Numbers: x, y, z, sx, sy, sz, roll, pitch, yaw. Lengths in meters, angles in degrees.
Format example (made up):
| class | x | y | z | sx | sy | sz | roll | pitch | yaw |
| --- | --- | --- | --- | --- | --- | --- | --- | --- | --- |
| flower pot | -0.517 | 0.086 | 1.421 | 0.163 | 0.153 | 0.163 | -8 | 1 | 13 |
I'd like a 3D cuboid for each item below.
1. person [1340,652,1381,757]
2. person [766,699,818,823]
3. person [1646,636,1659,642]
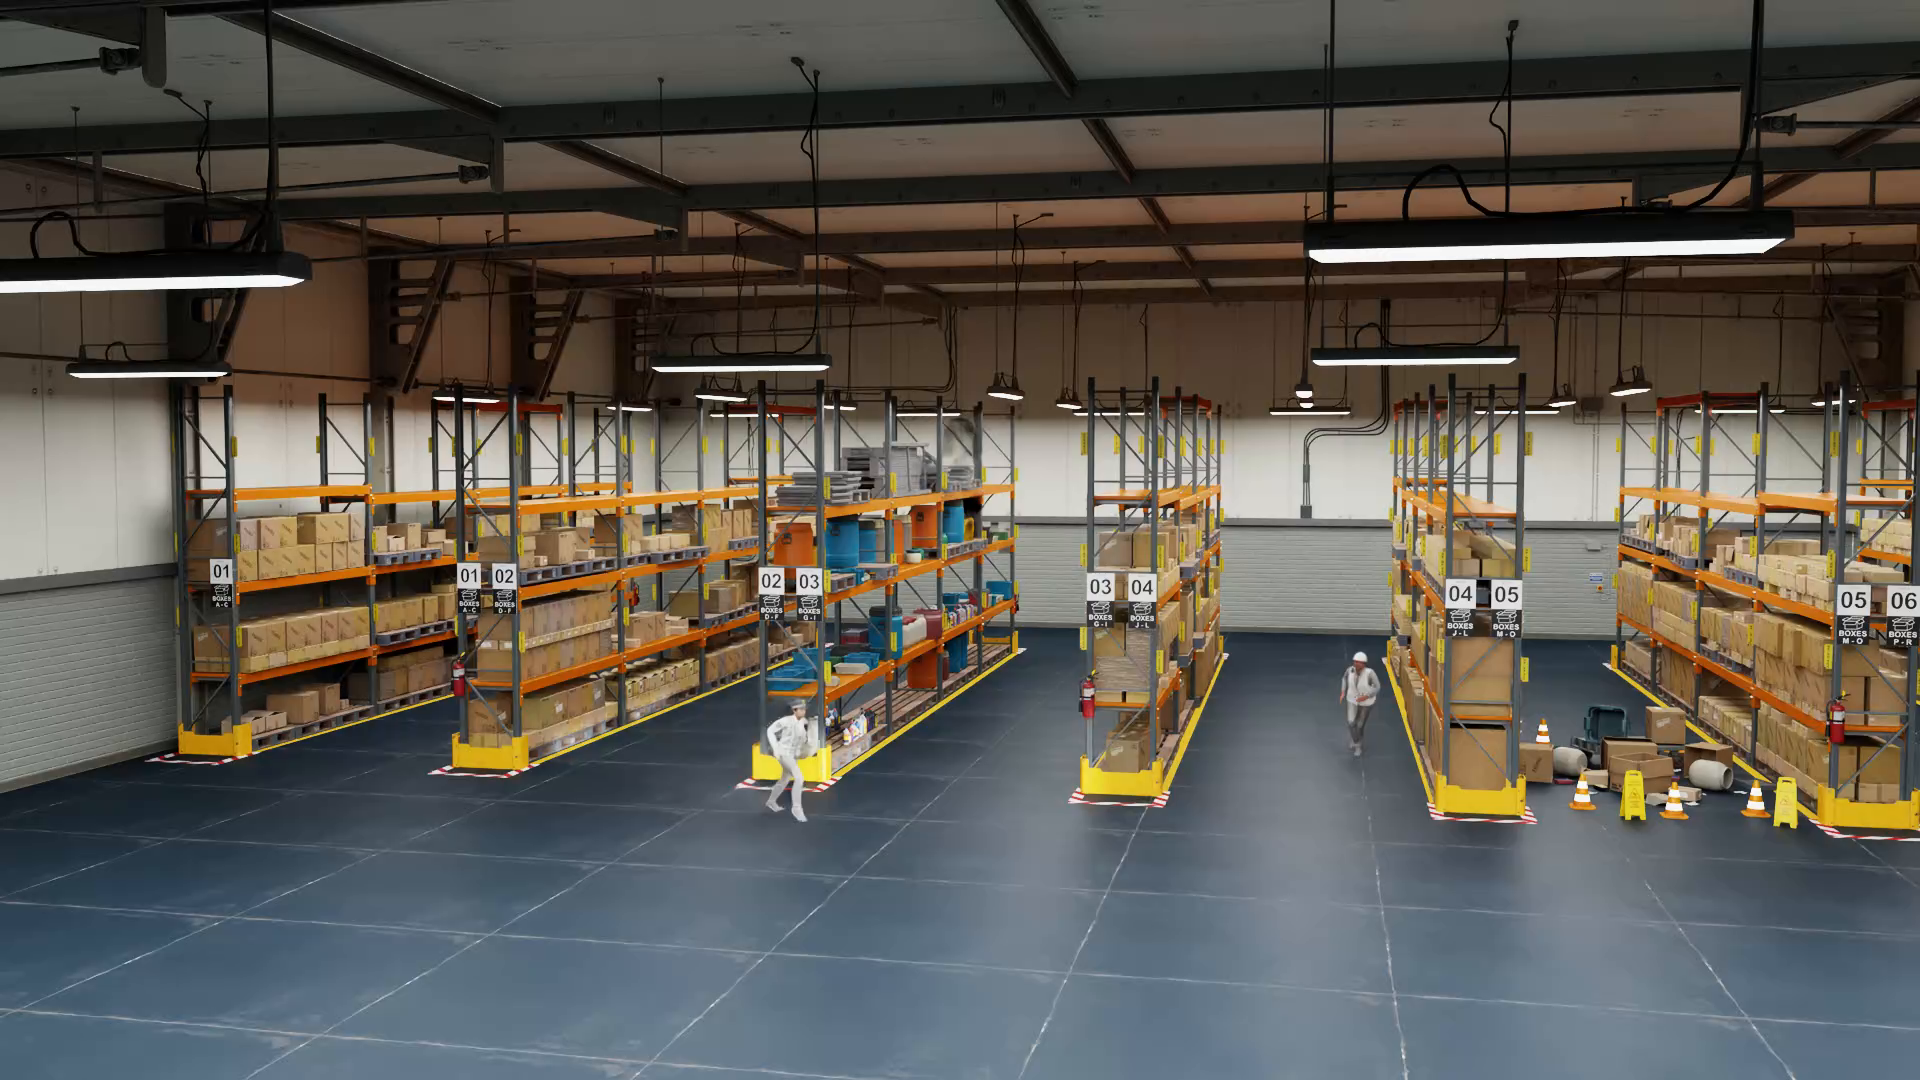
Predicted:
| class | x | y | z | sx | sy | sz | roll | pitch | yaw |
| --- | --- | --- | --- | --- | --- | --- | --- | --- | --- |
| person | 6.549 | 2.649 | 27.147 | 0.661 | 1.724 | 0.860 | 1 | 3 | 22 |
| person | -2.328 | 2.943 | 22.407 | 0.870 | 1.675 | 0.632 | 2 | 4 | 36 |
| person | 16.050 | 2.072 | 38.330 | 0.840 | 1.555 | 0.602 | 2 | 4 | 37 |
